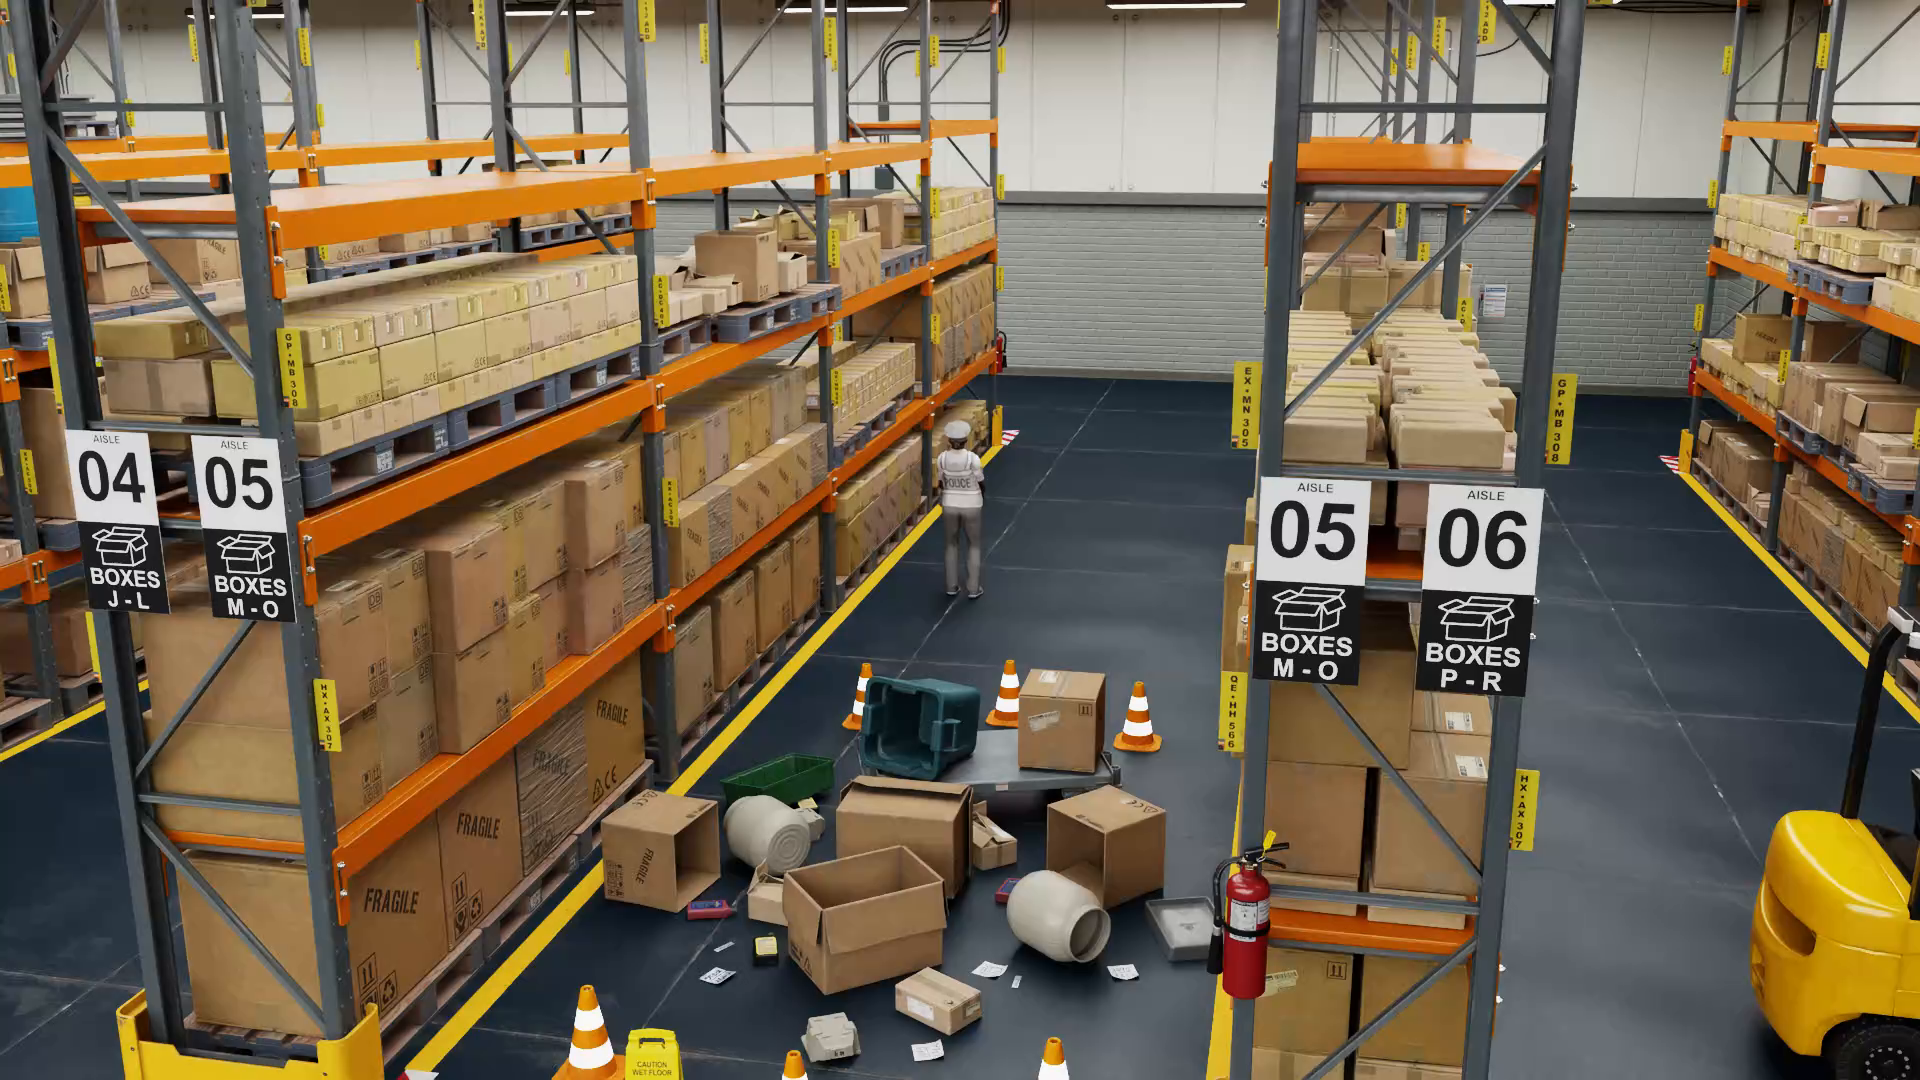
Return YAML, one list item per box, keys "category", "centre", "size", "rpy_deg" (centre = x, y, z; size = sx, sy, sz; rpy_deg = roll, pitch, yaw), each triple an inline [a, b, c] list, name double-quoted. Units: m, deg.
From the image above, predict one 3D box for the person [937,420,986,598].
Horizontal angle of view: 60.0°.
- category: "person"
  centre: [0.026, -0.309, 15.629]
  size: [0.449, 1.688, 0.540]
  rpy_deg: [3, 15, 11]
